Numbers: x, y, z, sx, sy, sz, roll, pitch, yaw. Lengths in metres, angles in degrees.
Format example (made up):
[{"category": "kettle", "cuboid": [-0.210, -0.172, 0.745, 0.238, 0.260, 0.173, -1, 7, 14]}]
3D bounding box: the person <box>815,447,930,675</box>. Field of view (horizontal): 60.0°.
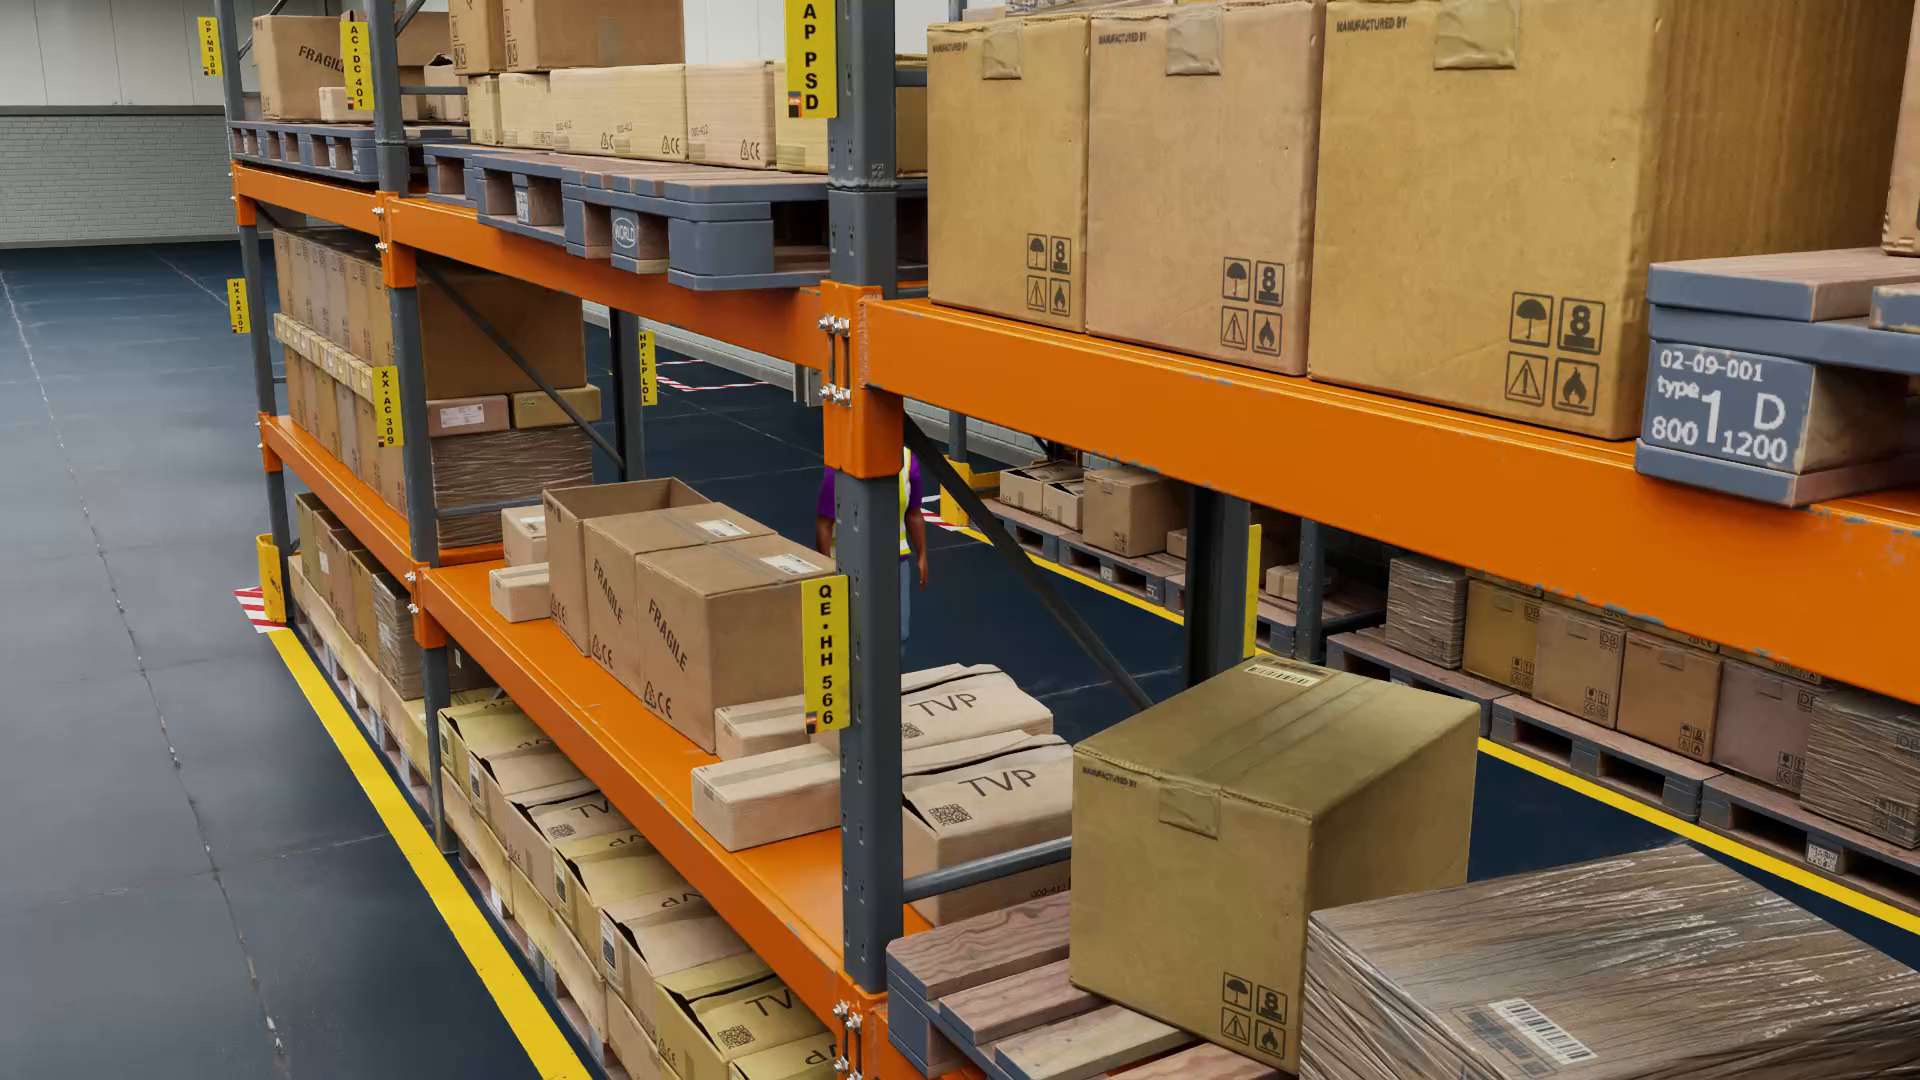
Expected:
[{"category": "person", "cuboid": [-0.434, 0.131, 8.486, 0.635, 1.757, 0.463, -9, 17, -31]}]
